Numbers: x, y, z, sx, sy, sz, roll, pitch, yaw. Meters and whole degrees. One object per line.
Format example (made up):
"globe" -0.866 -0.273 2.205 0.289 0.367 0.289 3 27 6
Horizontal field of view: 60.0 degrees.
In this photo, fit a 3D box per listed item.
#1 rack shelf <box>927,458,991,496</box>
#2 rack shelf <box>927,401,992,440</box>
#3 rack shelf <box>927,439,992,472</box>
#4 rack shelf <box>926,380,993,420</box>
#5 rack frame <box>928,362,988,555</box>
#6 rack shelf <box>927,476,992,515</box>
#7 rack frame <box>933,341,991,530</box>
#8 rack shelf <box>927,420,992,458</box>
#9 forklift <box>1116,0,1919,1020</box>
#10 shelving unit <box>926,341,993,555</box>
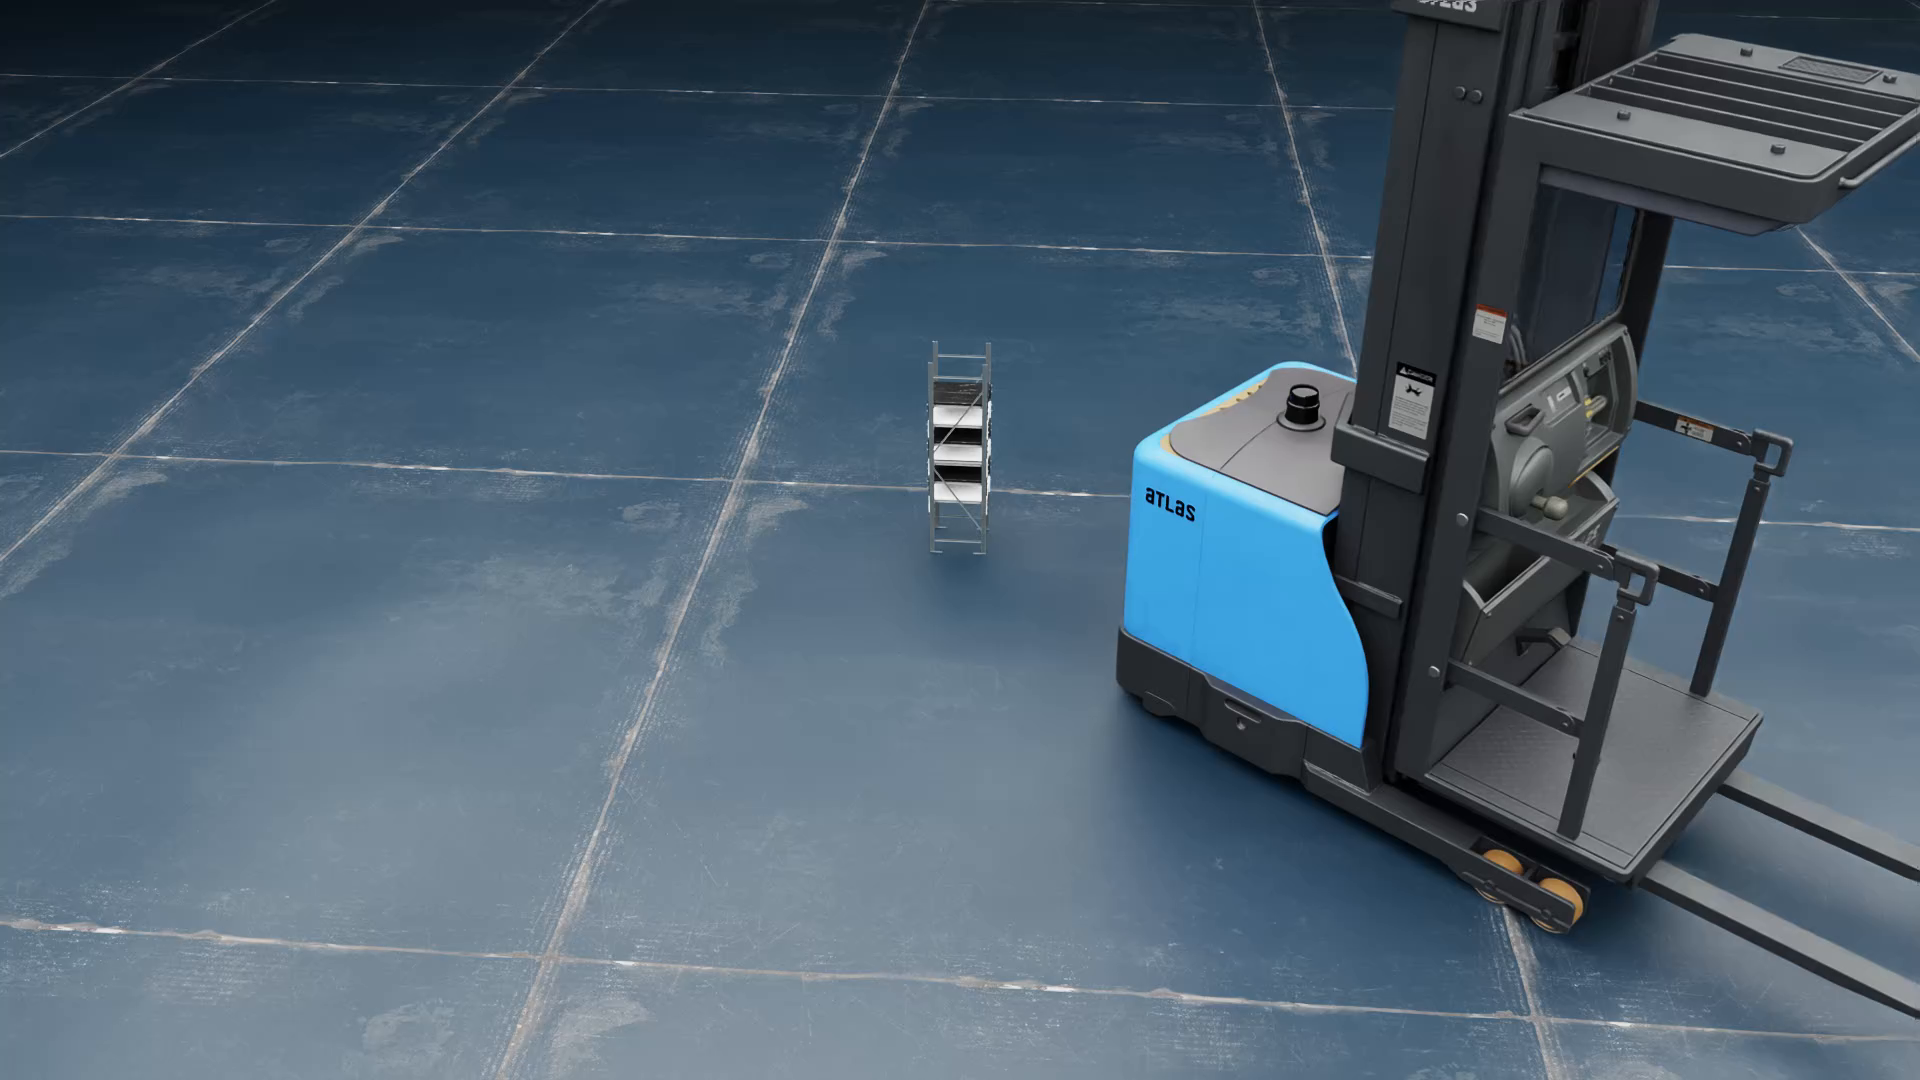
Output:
"rack shelf" -0.001 -0.274 7.072 0.258 0.077 0.200 2 32 4
"rack shelf" -0.001 -0.504 6.930 0.258 0.077 0.200 2 32 4
"rack shelf" -0.001 -0.350 7.025 0.258 0.077 0.200 2 32 4
"rack shelf" -0.001 -0.580 6.883 0.258 0.077 0.200 2 32 4
"rack frame" -0.009 -0.326 6.921 0.240 0.900 0.006 2 32 4
"rack shelf" -0.001 -0.197 7.119 0.258 0.077 0.200 2 32 4
"rack frame" 0.008 -0.432 7.093 0.240 0.900 0.006 2 32 4
"rack shelf" -0.001 -0.427 6.977 0.258 0.077 0.200 2 32 4
"forklift" 2.008 -0.323 4.980 3.031 2.935 1.130 26 40 36
"shelving unit" -0.001 -0.379 7.007 0.258 0.900 0.210 2 32 4
